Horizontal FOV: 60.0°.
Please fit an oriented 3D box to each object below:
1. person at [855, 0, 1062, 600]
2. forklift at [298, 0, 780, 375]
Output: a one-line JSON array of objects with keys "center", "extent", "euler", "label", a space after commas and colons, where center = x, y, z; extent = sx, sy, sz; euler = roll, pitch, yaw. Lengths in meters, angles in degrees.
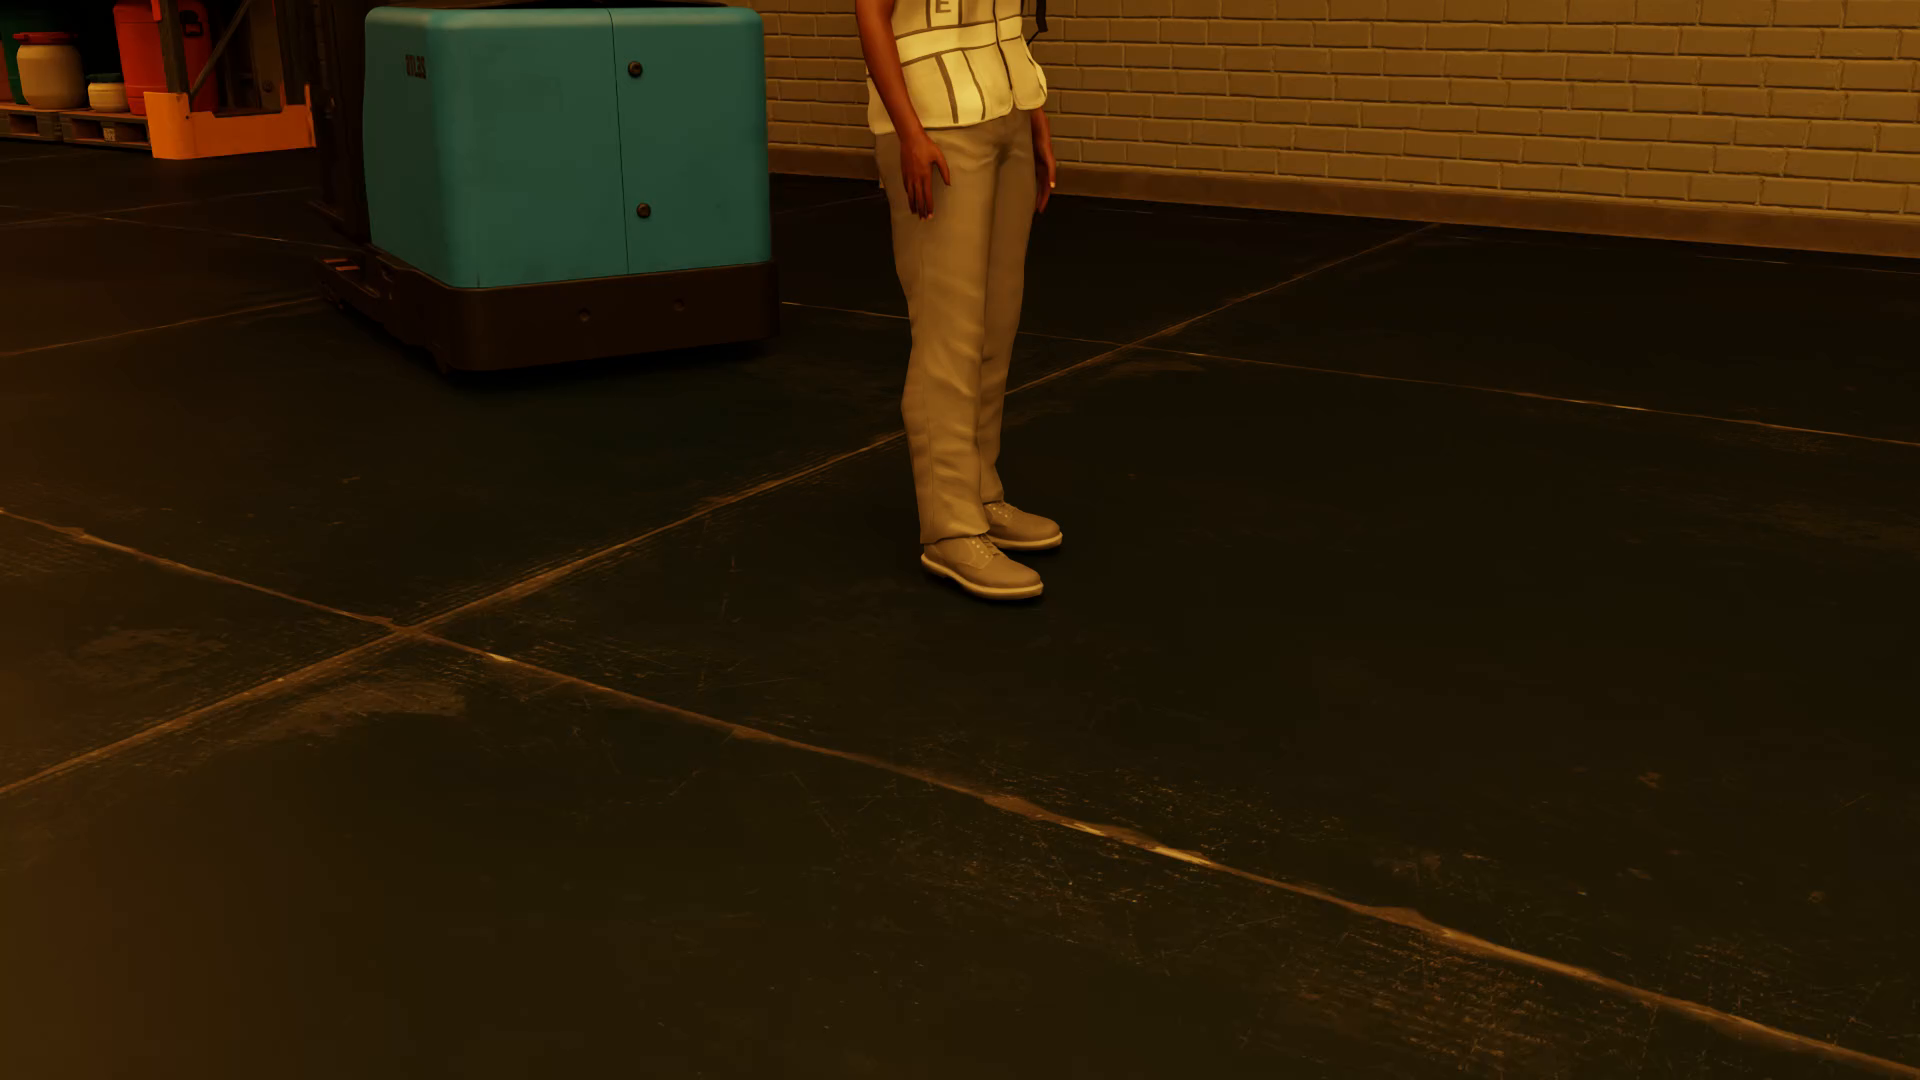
[{"center": [0.052, -0.791, 3.288], "extent": [0.530, 1.695, 0.569], "euler": [11, 22, 30], "label": "person"}, {"center": [-1.775, -2.300, 5.836], "extent": [1.130, 2.935, 3.031], "euler": [-11, 22, -29], "label": "forklift"}]
